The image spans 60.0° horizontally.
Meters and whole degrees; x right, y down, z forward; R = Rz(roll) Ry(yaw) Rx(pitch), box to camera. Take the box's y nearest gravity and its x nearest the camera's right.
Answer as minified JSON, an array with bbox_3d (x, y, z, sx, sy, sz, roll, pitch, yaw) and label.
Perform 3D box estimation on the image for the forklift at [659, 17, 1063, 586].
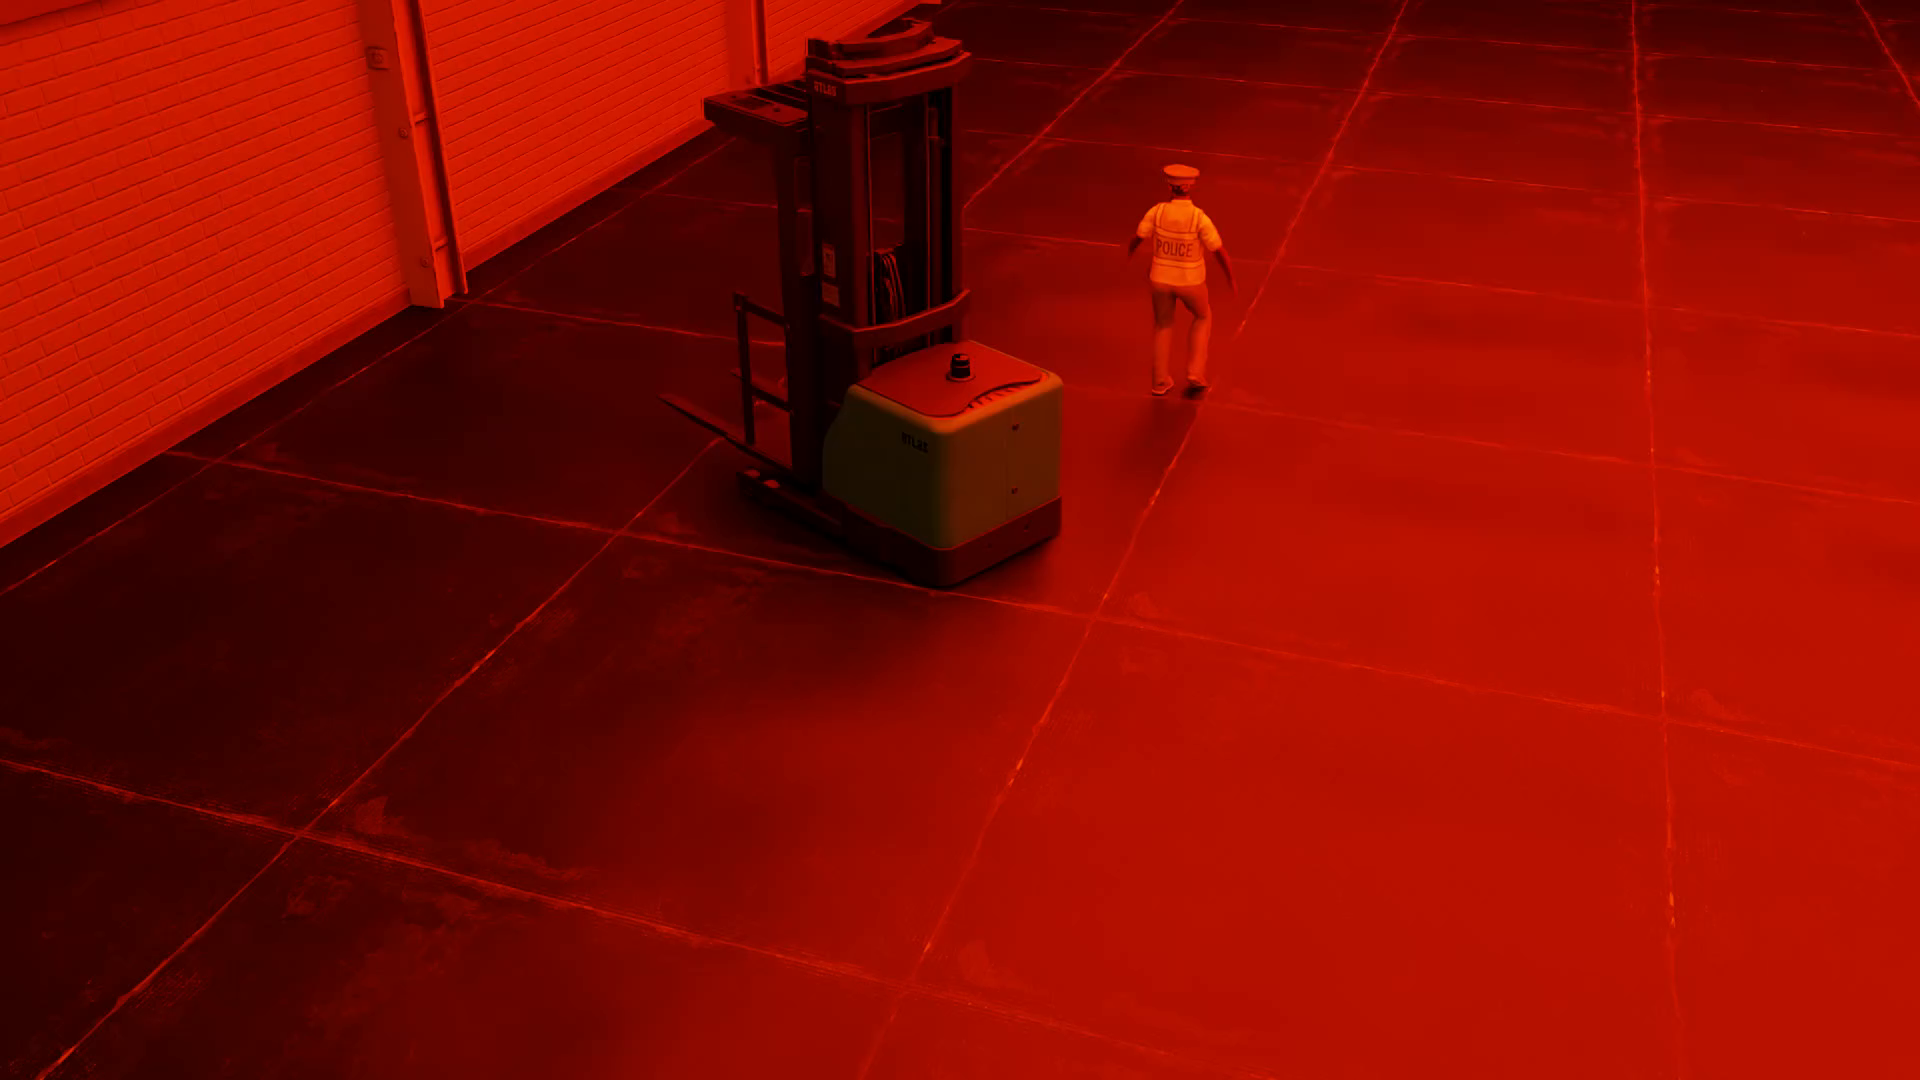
[{"bbox_3d":[-0.774,-1.645,10.022,1.130,2.935,3.031,-26,38,-37],"label":"forklift"}]

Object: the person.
[{"bbox_3d":[1.522,-1.798,11.646,0.834,1.682,0.459,12,32,21],"label":"person"}]
